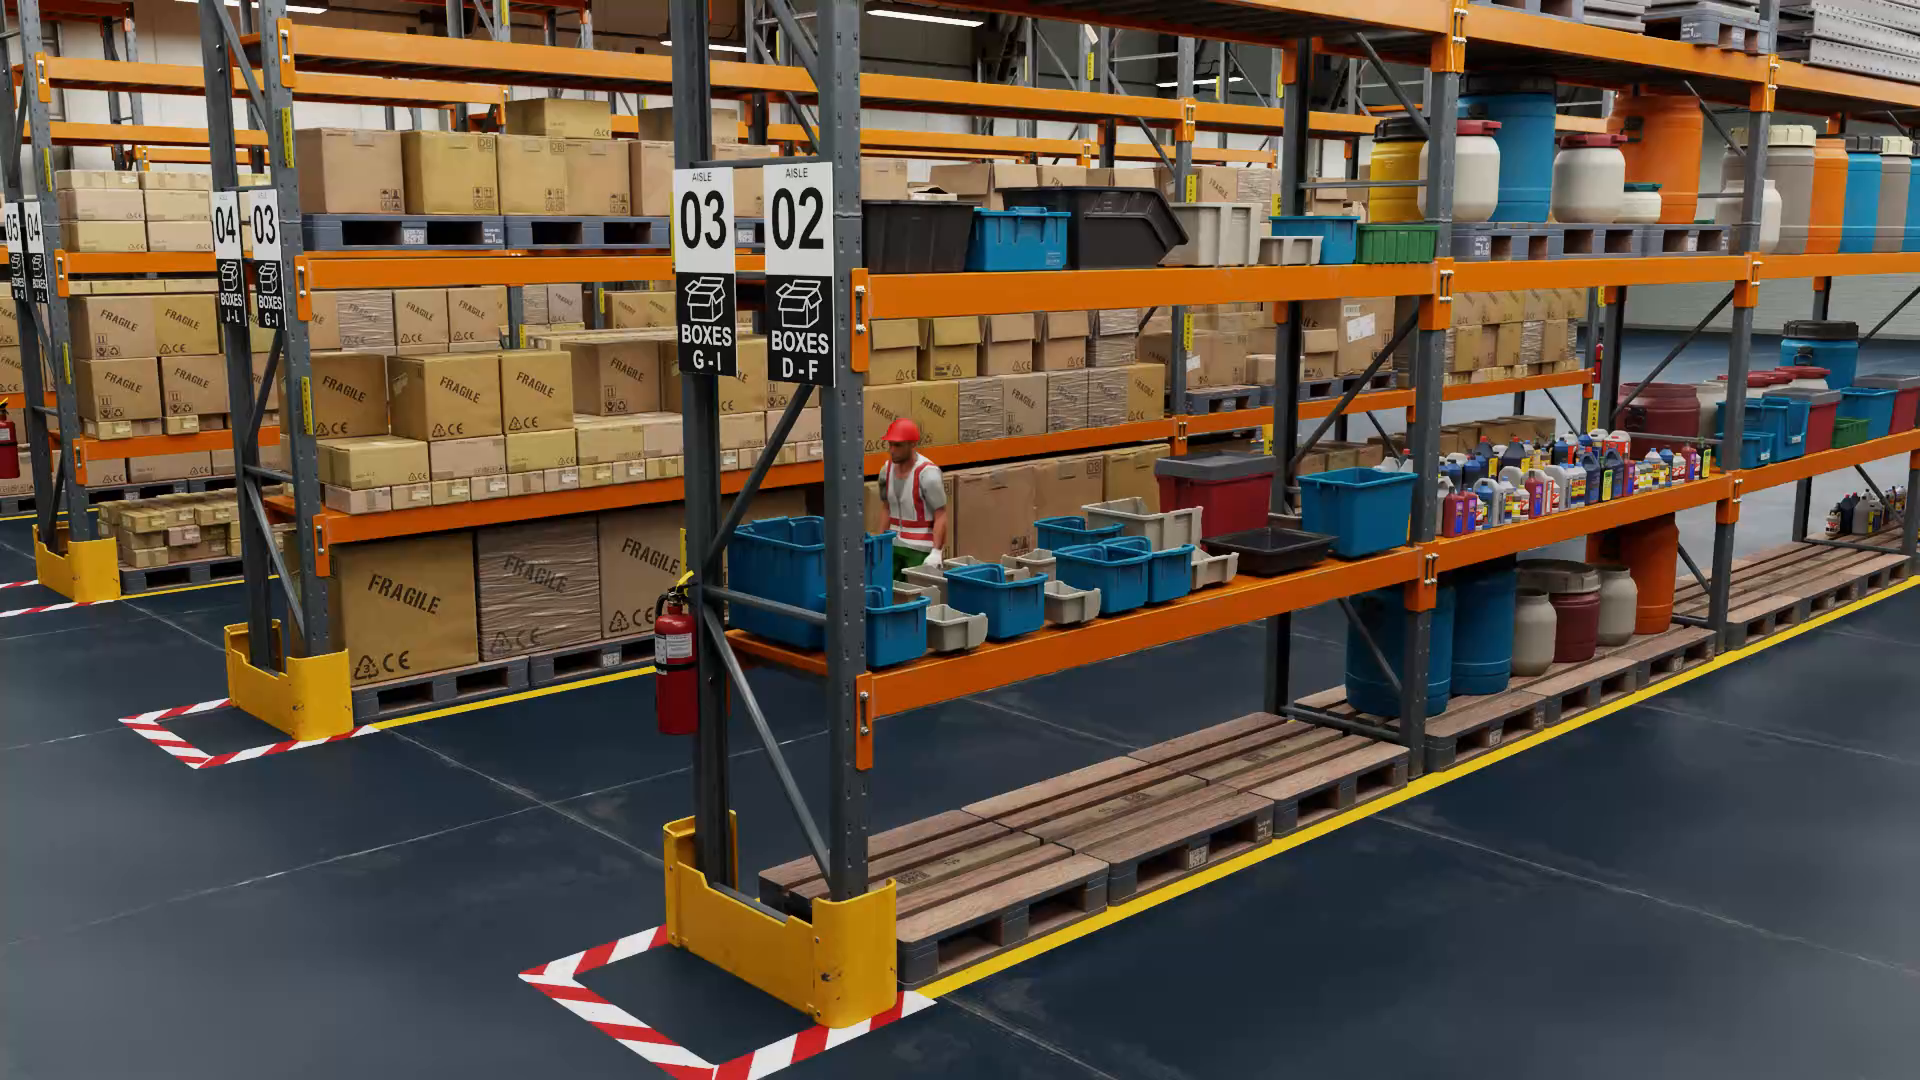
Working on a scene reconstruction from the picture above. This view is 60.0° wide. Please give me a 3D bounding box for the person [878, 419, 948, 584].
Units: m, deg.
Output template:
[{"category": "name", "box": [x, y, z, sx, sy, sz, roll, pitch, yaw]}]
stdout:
[{"category": "person", "box": [-0.348, 0.079, 10.954, 0.609, 1.777, 0.453, 10, 14, 43]}]
